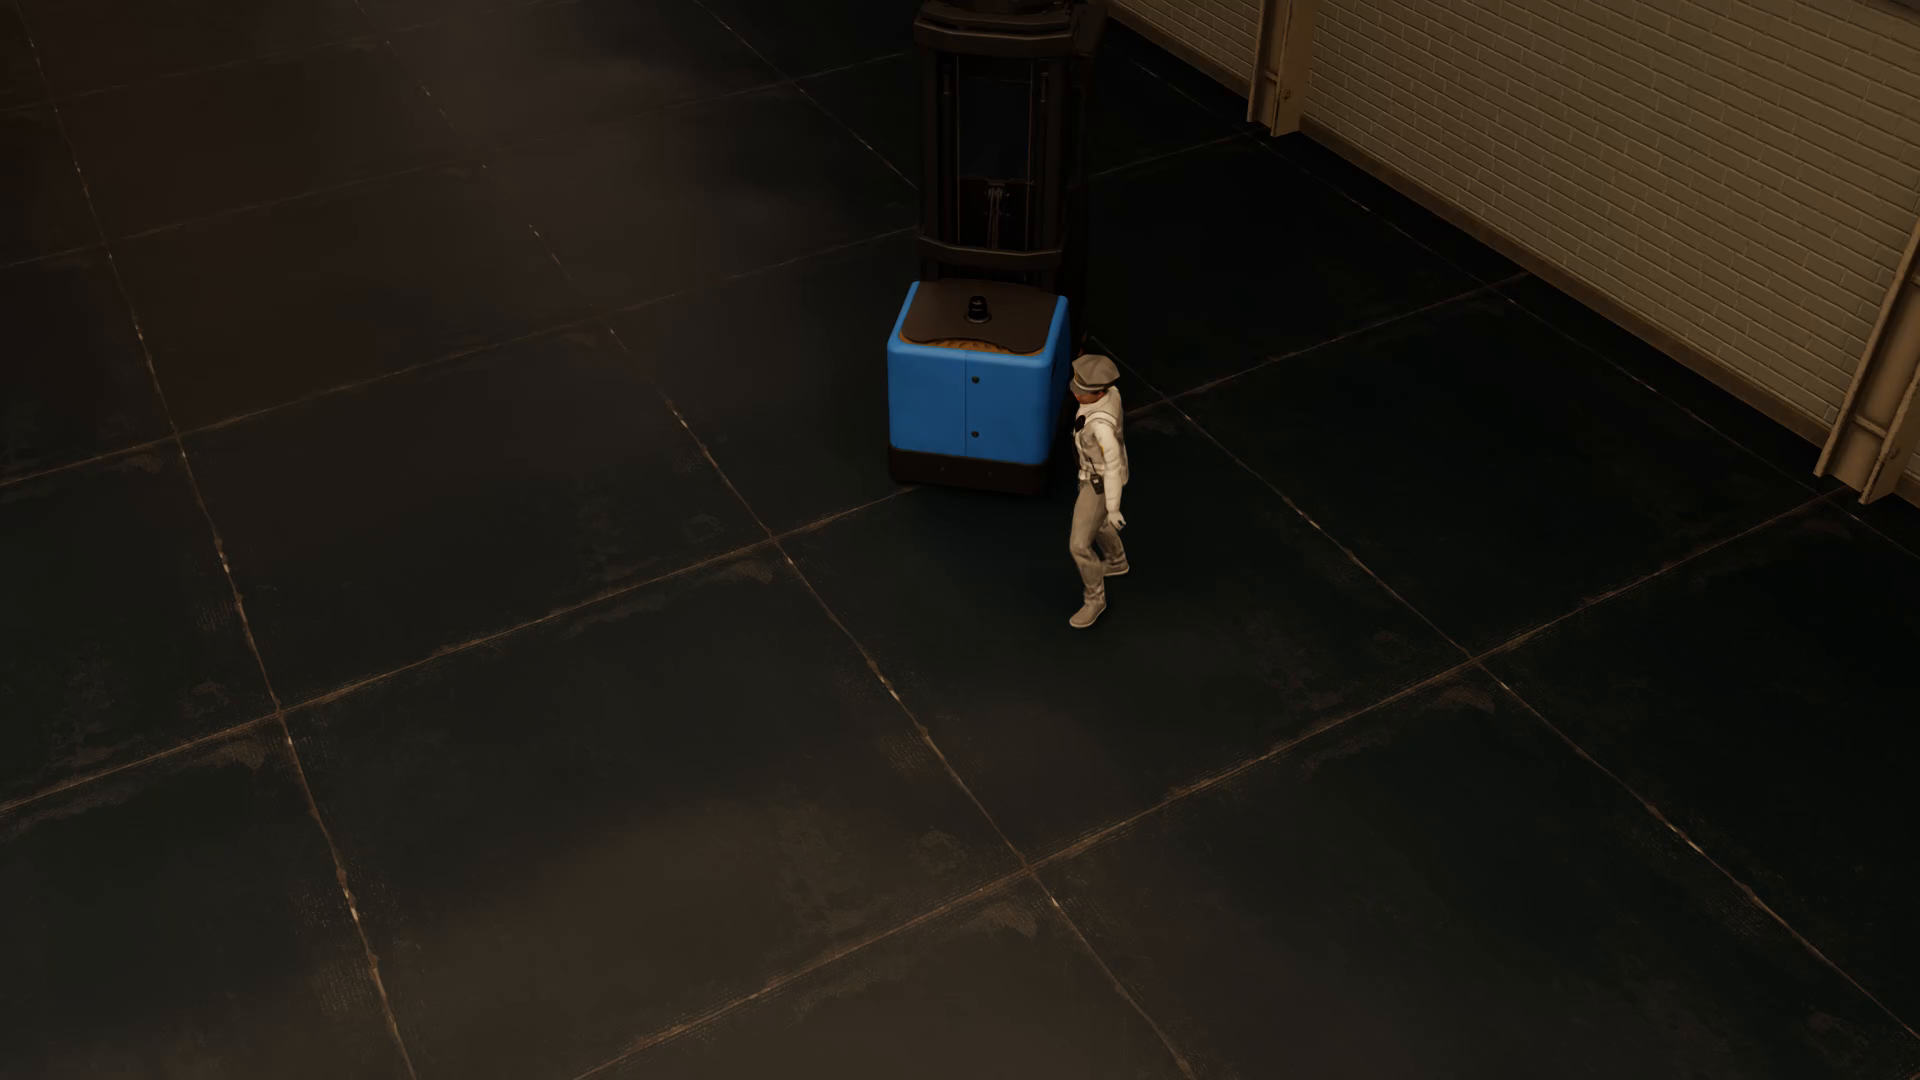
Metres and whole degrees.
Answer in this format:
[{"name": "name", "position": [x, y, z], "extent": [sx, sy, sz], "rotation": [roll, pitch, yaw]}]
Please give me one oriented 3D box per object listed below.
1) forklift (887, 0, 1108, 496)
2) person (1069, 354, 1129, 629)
[{"name": "forklift", "position": [0.321, -2.354, 10.875], "extent": [1.130, 2.935, 3.031], "rotation": [7, 40, 8]}, {"name": "person", "position": [0.806, -0.340, 9.493], "extent": [0.413, 1.637, 0.806], "rotation": [3, 40, 4]}]
